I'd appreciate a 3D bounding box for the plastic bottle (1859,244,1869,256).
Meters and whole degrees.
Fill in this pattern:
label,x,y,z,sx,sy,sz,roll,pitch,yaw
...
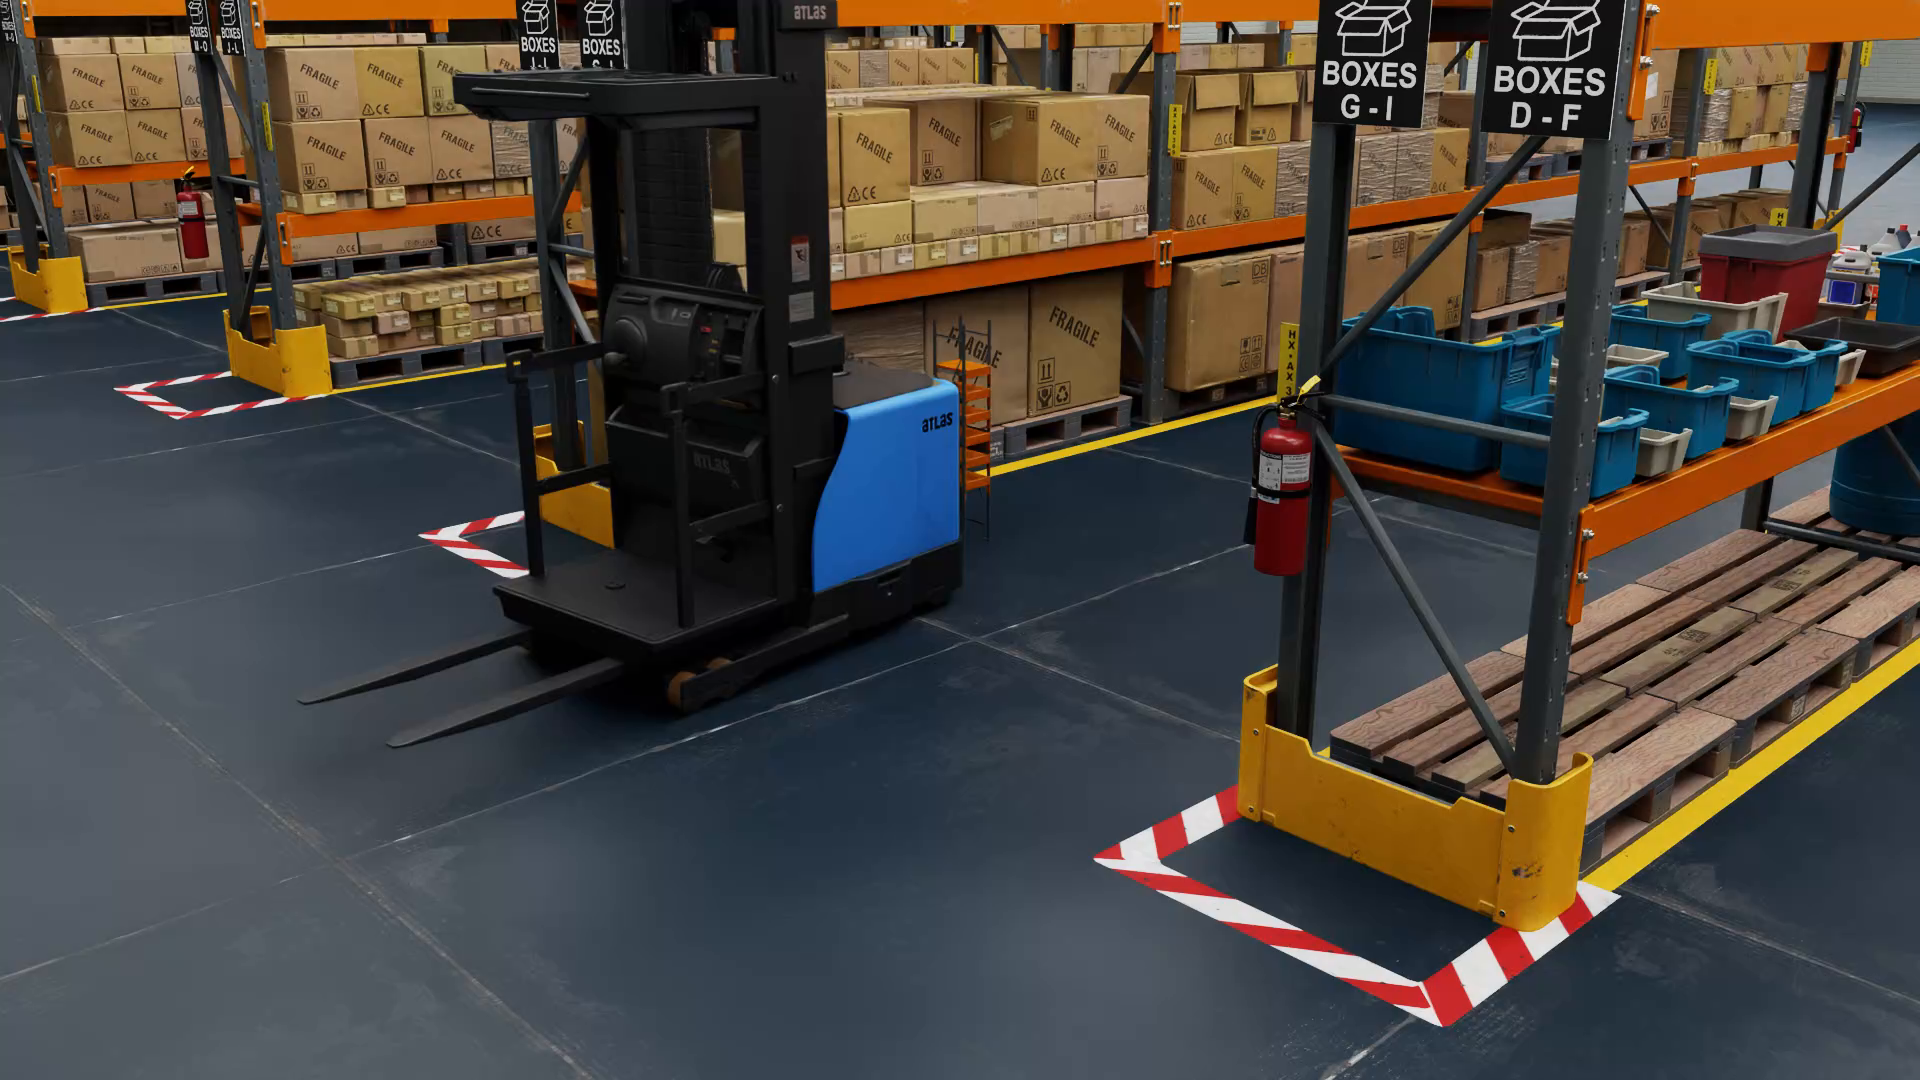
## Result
label,x,y,z,sx,sy,sz,roll,pitch,yaw
plastic bottle,4.611,-1.374,8.549,0.133,0.283,0.061,-16,24,-41

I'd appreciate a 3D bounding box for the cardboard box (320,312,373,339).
label,x,y,z,sx,sy,sz,roll,pitch,yaw
cardboard box,-4.676,-1.649,12.665,0.250,0.149,0.380,-15,23,-39

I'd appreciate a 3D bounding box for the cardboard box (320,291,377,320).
label,x,y,z,sx,sy,sz,roll,pitch,yaw
cardboard box,-4.619,-1.772,12.562,0.380,0.149,0.250,17,24,41

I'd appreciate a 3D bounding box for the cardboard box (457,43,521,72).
label,x,y,z,sx,sy,sz,roll,pitch,yaw
cardboard box,-3.602,-3.633,13.060,0.500,0.500,0.500,17,25,42

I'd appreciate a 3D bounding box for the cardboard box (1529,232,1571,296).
label,x,y,z,sx,sy,sz,roll,pitch,yaw
cardboard box,5.188,-2.581,15.421,0.500,0.500,0.700,-14,23,-36

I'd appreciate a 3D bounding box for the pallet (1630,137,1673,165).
label,x,y,z,sx,sy,sz,roll,pitch,yaw
pallet,6.165,-3.799,16.150,1.213,0.211,1.003,-16,24,-41

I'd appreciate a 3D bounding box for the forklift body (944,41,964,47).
label,x,y,z,sx,sy,sz,roll,pitch,yaw
forklift body,-0.620,-6.985,27.043,1.214,2.155,2.313,-16,24,-41

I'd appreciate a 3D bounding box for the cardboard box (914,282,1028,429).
label,x,y,z,sx,sy,sz,roll,pitch,yaw
cardboard box,-0.181,-1.201,10.590,0.875,0.875,0.875,-16,24,-41

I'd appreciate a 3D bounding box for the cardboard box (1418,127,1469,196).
label,x,y,z,sx,sy,sz,roll,pitch,yaw
cardboard box,3.725,-3.060,13.396,0.500,0.500,0.500,-15,23,-39

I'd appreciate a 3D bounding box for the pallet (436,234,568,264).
label,x,y,z,sx,sy,sz,roll,pitch,yaw
pallet,-5.293,-3.399,19.127,1.213,0.211,1.003,-16,24,-41

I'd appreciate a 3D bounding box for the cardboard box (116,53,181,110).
label,x,y,z,sx,sy,sz,roll,pitch,yaw
cardboard box,-7.793,-4.370,15.816,0.500,0.500,0.500,-17,25,-42

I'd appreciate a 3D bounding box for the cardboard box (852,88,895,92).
label,x,y,z,sx,sy,sz,roll,pitch,yaw
cardboard box,-0.843,-4.335,16.254,0.250,0.149,0.380,-15,23,-39

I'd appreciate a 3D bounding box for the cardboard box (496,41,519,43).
label,x,y,z,sx,sy,sz,roll,pitch,yaw
cardboard box,-3.576,-3.868,13.786,0.500,0.500,0.500,-16,24,-40

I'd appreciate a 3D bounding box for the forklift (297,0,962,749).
label,x,y,z,sx,sy,sz,roll,pitch,yaw
forklift,-1.317,-0.862,6.891,1.130,2.935,3.031,14,23,38

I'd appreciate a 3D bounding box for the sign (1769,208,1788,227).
label,x,y,z,sx,sy,sz,roll,pitch,yaw
sign,4.034,-1.470,8.206,0.005,0.325,0.100,-16,24,-41

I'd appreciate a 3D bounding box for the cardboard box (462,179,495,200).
label,x,y,z,sx,sy,sz,roll,pitch,yaw
cardboard box,-3.877,-2.777,13.095,0.250,0.149,0.380,-17,24,-42

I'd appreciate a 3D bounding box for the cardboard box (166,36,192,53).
label,x,y,z,sx,sy,sz,roll,pitch,yaw
cardboard box,-7.517,-4.771,16.001,0.250,0.149,0.380,-16,24,-40

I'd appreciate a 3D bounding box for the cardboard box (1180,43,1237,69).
label,x,y,z,sx,sy,sz,roll,pitch,yaw
cardboard box,2.757,-5.460,19.178,0.500,0.500,0.700,-17,24,-42

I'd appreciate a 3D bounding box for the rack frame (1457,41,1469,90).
label,x,y,z,sx,sy,sz,roll,pitch,yaw
rack frame,6.392,-6.000,22.628,0.127,3.000,1.000,-16,24,-41

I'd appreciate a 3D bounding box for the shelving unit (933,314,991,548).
label,x,y,z,sx,sy,sz,roll,pitch,yaw
shelving unit,0.011,-0.574,8.809,0.189,1.200,0.258,-16,24,-41

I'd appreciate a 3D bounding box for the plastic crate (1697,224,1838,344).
label,x,y,z,sx,sy,sz,roll,pitch,yaw
plastic crate,3.589,-1.141,7.438,0.583,0.464,0.402,-16,24,-41

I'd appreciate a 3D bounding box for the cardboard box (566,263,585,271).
label,x,y,z,sx,sy,sz,roll,pitch,yaw
cardboard box,-3.117,-2.218,13.938,0.380,0.149,0.250,16,24,41

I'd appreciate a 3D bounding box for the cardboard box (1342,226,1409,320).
label,x,y,z,sx,sy,sz,roll,pitch,yaw
cardboard box,2.745,-2.033,13.154,0.875,0.875,1.225,-16,24,-41

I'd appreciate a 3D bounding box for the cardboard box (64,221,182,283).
label,x,y,z,sx,sy,sz,roll,pitch,yaw
cardboard box,-8.297,-2.841,16.358,0.875,0.438,0.875,17,24,42

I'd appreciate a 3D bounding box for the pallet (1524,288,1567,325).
label,x,y,z,sx,sy,sz,roll,pitch,yaw
pallet,5.369,-2.268,15.638,1.213,0.211,1.003,-16,24,-41

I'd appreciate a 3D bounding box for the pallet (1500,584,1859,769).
label,x,y,z,sx,sy,sz,roll,pitch,yaw
pallet,3.016,0.536,6.989,1.213,0.211,1.003,-16,24,-41

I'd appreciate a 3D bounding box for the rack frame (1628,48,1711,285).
label,x,y,z,sx,sy,sz,roll,pitch,yaw
rack frame,6.820,-4.020,16.520,0.127,3.000,1.000,-16,24,-41

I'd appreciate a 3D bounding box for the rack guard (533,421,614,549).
label,x,y,z,sx,sy,sz,roll,pitch,yaw
rack guard,-1.917,-0.283,9.047,0.348,0.500,1.175,-16,24,-41

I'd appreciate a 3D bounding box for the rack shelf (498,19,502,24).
label,x,y,z,sx,sy,sz,roll,pitch,yaw
rack shelf,-7.761,-7.166,22.525,4.000,0.370,1.077,-16,24,-41

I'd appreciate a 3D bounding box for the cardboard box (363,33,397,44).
label,x,y,z,sx,sy,sz,roll,pitch,yaw
cardboard box,-6.073,-5.209,17.353,0.250,0.149,0.380,-16,24,-40

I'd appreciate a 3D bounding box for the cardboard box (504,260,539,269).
label,x,y,z,sx,sy,sz,roll,pitch,yaw
cardboard box,-3.667,-2.276,14.117,0.380,0.149,0.250,17,24,42

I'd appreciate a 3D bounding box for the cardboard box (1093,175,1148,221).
label,x,y,z,sx,sy,sz,roll,pitch,yaw
cardboard box,0.867,-2.242,10.798,0.500,0.250,0.500,-17,24,-42

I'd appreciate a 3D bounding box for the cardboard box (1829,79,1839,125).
label,x,y,z,sx,sy,sz,roll,pitch,yaw
cardboard box,9.308,-4.946,18.732,0.500,0.500,0.875,-16,24,-41

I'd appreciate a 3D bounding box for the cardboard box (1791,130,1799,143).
label,x,y,z,sx,sy,sz,roll,pitch,yaw
cardboard box,8.931,-4.431,18.194,0.250,0.149,0.380,-16,24,-41

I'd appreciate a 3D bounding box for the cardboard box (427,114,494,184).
label,x,y,z,sx,sy,sz,roll,pitch,yaw
cardboard box,-3.982,-3.052,12.891,0.500,0.500,0.500,-16,24,-40

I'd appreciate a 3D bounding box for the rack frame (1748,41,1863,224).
label,x,y,z,sx,sy,sz,roll,pitch,yaw
rack frame,9.727,-4.867,19.134,0.127,3.000,1.000,-16,24,-41

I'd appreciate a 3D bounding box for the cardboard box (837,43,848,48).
label,x,y,z,sx,sy,sz,roll,pitch,yaw
cardboard box,-1.916,-8.199,27.712,0.250,0.149,0.380,-16,24,-41

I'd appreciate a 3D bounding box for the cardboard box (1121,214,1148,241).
label,x,y,z,sx,sy,sz,roll,pitch,yaw
cardboard box,1.011,-2.067,10.904,0.250,0.149,0.380,-16,24,-41

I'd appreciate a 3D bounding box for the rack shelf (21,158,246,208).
label,x,y,z,sx,sy,sz,roll,pitch,yaw
rack shelf,-7.255,-3.780,16.945,4.000,0.370,1.077,-16,24,-41

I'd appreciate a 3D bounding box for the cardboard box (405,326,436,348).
label,x,y,z,sx,sy,sz,roll,pitch,yaw
cardboard box,-4.323,-1.621,13.062,0.250,0.149,0.380,-16,24,-40

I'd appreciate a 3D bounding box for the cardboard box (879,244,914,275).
label,x,y,z,sx,sy,sz,roll,pitch,yaw
cardboard box,-0.482,-1.632,9.562,0.250,0.149,0.380,-17,24,-41

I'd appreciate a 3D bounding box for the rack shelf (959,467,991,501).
label,x,y,z,sx,sy,sz,roll,pitch,yaw
rack shelf,0.011,-0.303,8.897,0.180,0.103,0.258,-16,24,-41

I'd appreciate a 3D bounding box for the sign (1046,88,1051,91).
label,x,y,z,sx,sy,sz,roll,pitch,yaw
sign,0.627,-2.957,11.493,0.005,0.325,0.100,-16,24,-41

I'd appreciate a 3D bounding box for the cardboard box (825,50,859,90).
label,x,y,z,sx,sy,sz,roll,pitch,yaw
cardboard box,-1.654,-6.051,21.460,0.500,0.500,0.500,-16,24,-40

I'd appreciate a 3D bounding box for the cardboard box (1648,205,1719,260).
label,x,y,z,sx,sy,sz,roll,pitch,yaw
cardboard box,7.549,-3.229,17.454,0.500,0.500,0.500,-8,20,-24

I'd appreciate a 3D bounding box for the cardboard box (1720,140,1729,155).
label,x,y,z,sx,sy,sz,roll,pitch,yaw
cardboard box,7.536,-3.988,16.828,0.250,0.149,0.380,-16,24,-41

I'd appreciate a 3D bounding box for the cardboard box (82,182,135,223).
label,x,y,z,sx,sy,sz,roll,pitch,yaw
cardboard box,-10.511,-4.191,20.418,0.500,0.500,0.500,-16,24,-40

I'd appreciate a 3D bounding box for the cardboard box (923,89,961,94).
label,x,y,z,sx,sy,sz,roll,pitch,yaw
cardboard box,-0.207,-4.246,15.980,0.250,0.149,0.380,-16,24,-41

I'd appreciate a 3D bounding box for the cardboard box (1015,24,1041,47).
label,x,y,z,sx,sy,sz,roll,pitch,yaw
cardboard box,0.866,-7.053,23.610,0.500,0.500,0.700,-16,24,-41

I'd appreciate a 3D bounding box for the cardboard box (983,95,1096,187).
label,x,y,z,sx,sy,sz,roll,pitch,yaw
cardboard box,0.490,-2.489,10.343,0.500,0.500,0.500,-16,24,-40

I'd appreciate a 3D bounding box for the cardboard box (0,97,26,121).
label,x,y,z,sx,sy,sz,roll,pitch,yaw
cardboard box,-11.240,-5.022,19.372,0.500,0.250,0.500,-16,24,-40

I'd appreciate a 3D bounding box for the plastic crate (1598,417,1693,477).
label,x,y,z,sx,sy,sz,roll,pitch,yaw
plastic crate,2.199,-0.298,5.371,0.298,0.136,0.250,-16,24,-41
